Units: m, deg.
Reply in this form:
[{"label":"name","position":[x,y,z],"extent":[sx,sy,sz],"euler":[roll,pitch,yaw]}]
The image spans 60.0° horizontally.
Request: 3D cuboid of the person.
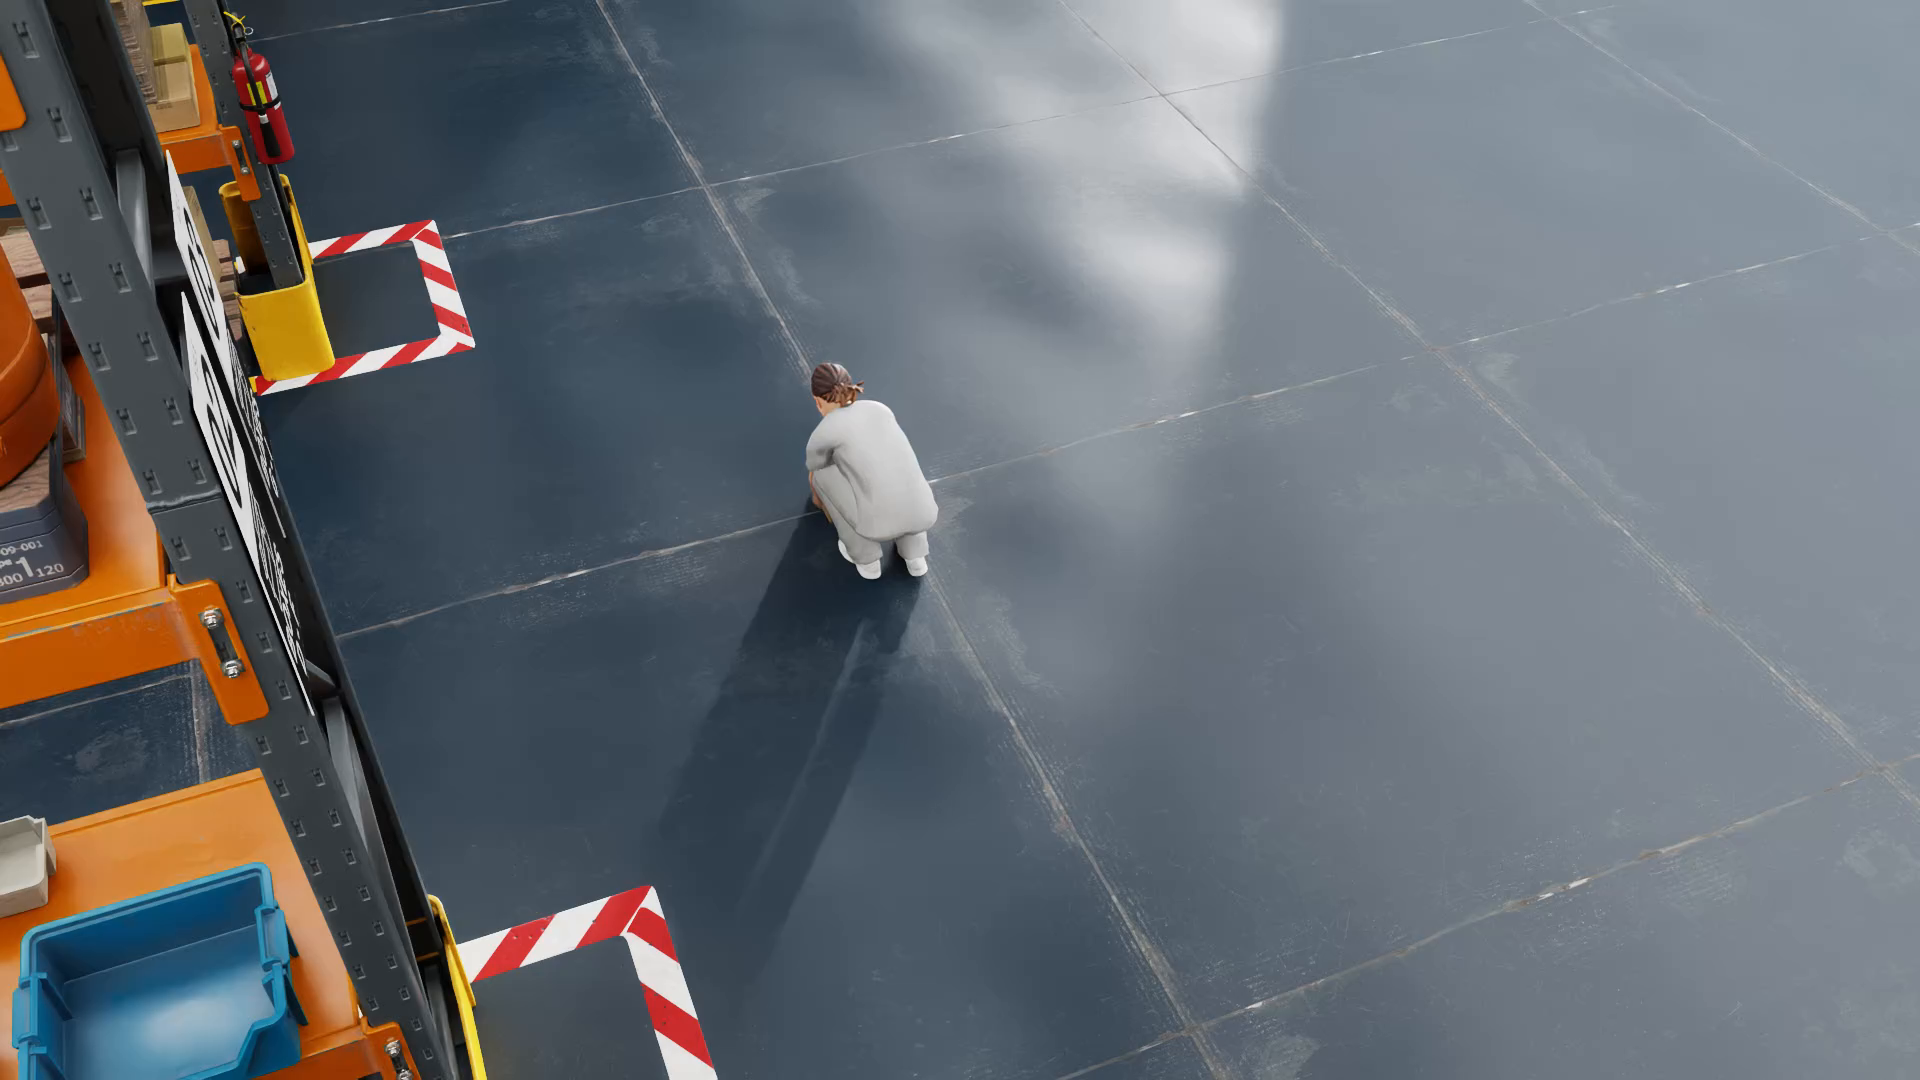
[{"label":"person","position":[-0.391,-0.268,7.158],"extent":[0.475,0.811,0.810],"euler":[-15,44,-17]}]
